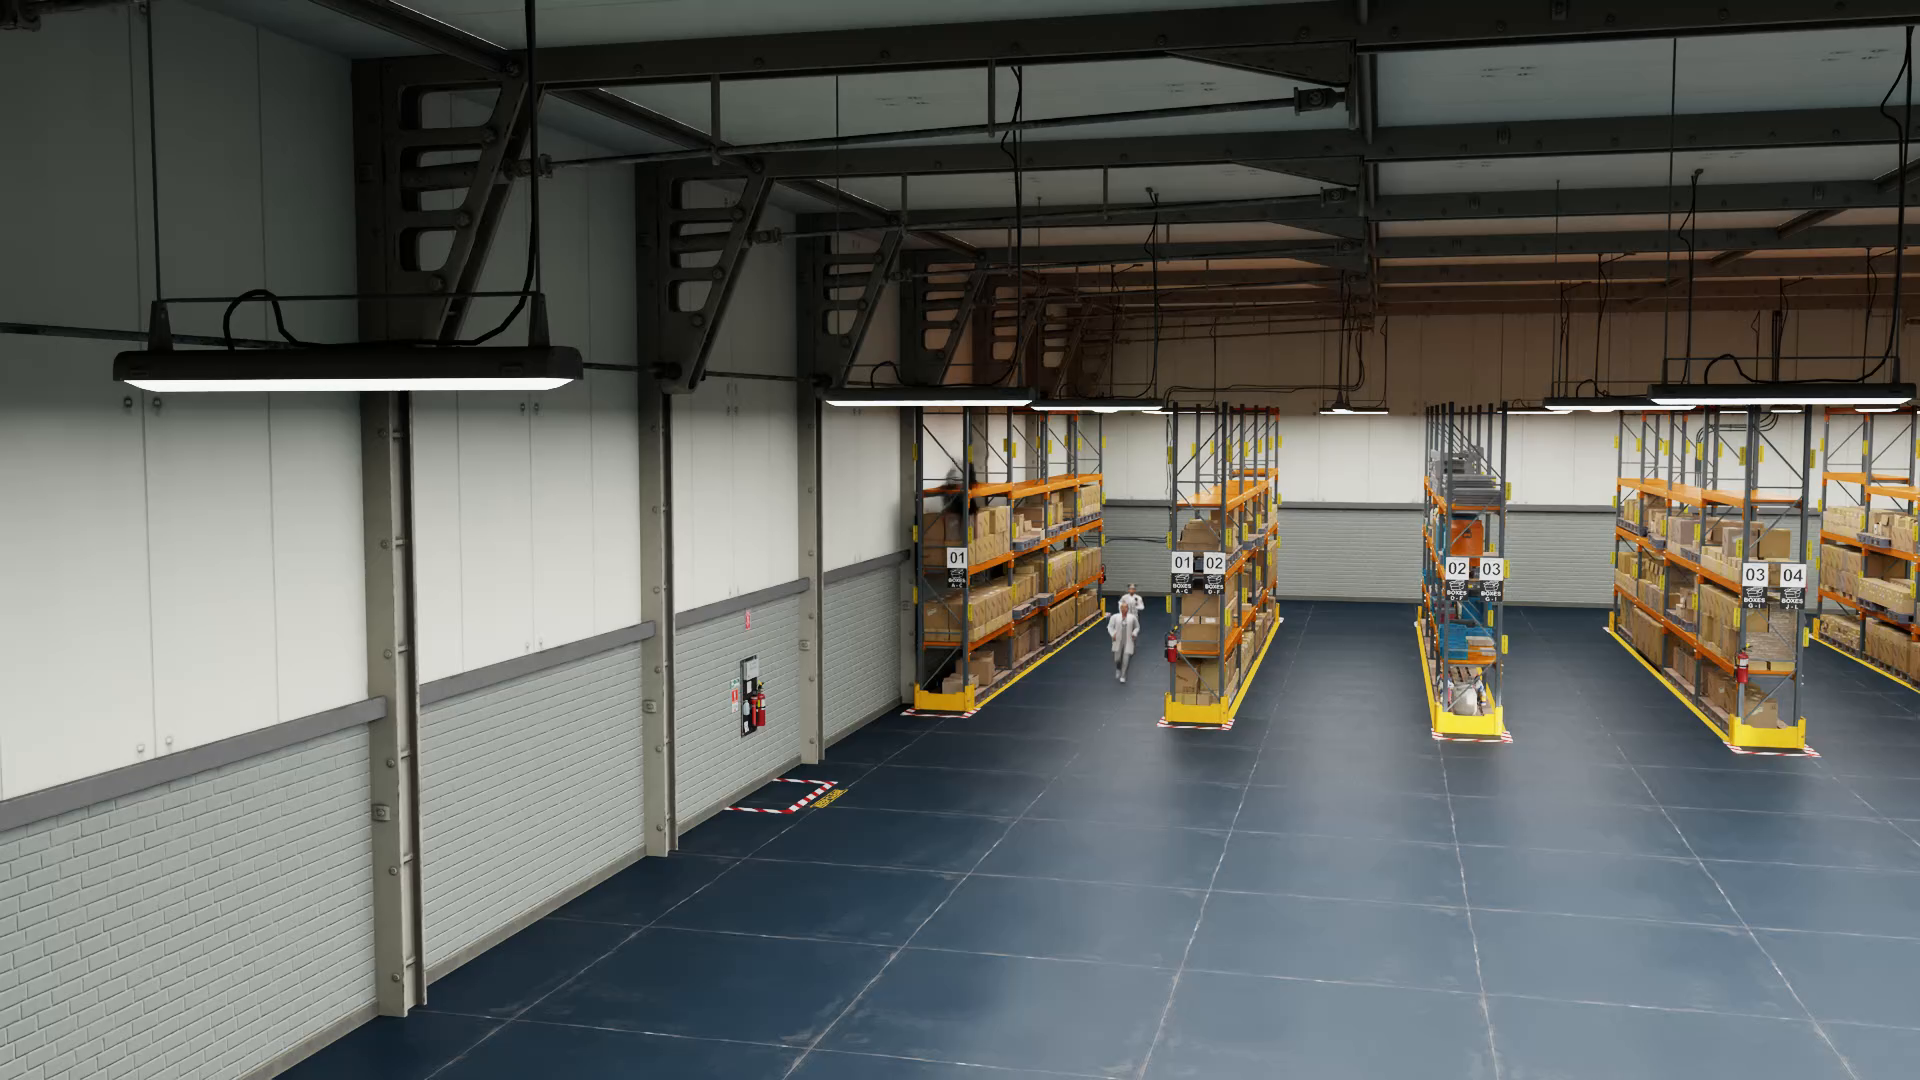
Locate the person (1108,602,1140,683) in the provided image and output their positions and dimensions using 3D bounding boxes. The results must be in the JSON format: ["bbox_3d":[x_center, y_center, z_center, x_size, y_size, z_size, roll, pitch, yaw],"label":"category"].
[{"bbox_3d":[3.528,2.209,35.836,0.691,1.733,0.638,0,4,5],"label":"person"}]

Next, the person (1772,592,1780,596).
[{"bbox_3d":[21.775,1.625,44.218,1.002,1.671,0.747,-2,5,-23],"label":"person"}]

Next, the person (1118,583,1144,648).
[{"bbox_3d":[4.170,1.881,40.517,0.620,1.656,1.005,0,4,5],"label":"person"}]
